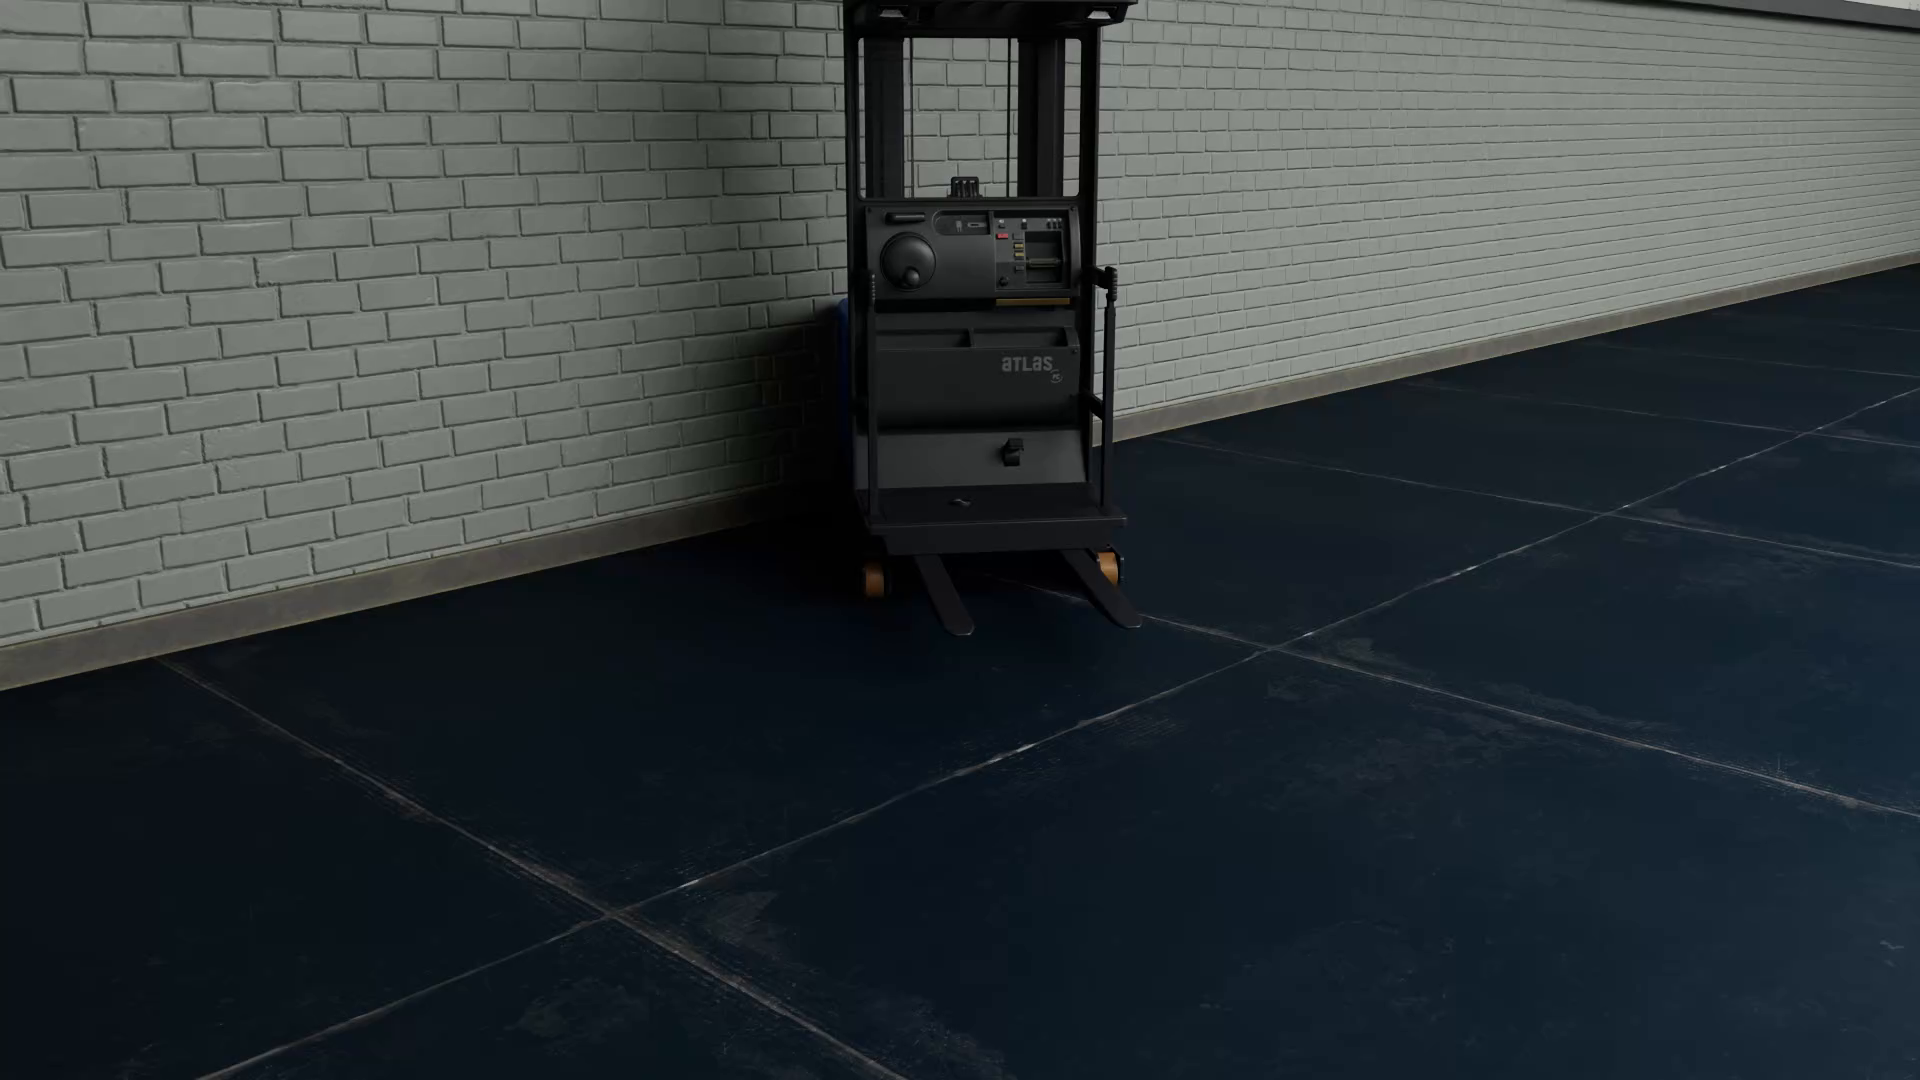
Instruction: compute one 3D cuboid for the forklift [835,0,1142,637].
[{"bbox_3d":[0.090,-1.262,6.963,1.130,2.935,3.031,-2,15,-8],"label":"forklift"}]
